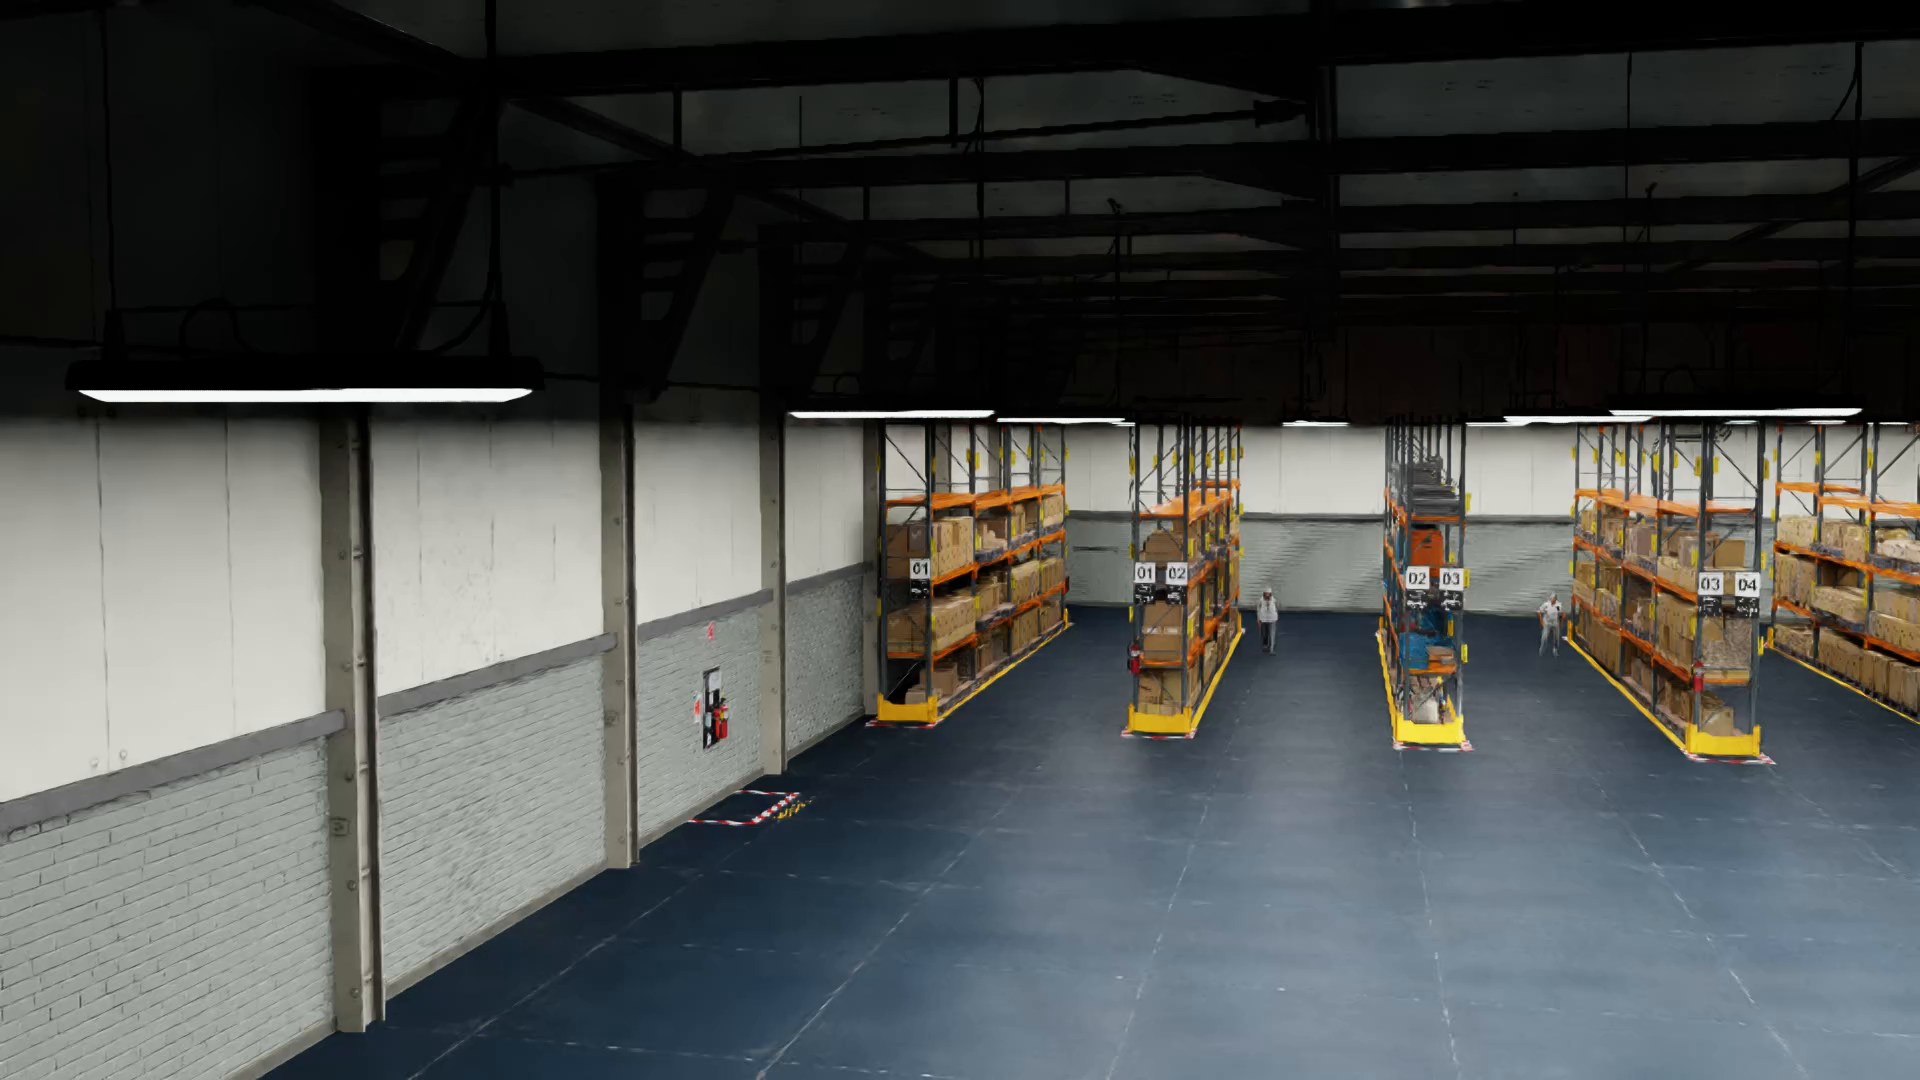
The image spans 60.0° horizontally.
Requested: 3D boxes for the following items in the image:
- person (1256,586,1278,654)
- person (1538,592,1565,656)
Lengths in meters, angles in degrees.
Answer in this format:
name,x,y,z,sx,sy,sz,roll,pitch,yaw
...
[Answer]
name,x,y,z,sx,sy,sz,roll,pitch,yaw
person,7.783,2.010,42.140,0.543,1.695,1.102,1,4,15
person,14.831,2.107,41.691,0.625,1.611,0.582,1,4,12
